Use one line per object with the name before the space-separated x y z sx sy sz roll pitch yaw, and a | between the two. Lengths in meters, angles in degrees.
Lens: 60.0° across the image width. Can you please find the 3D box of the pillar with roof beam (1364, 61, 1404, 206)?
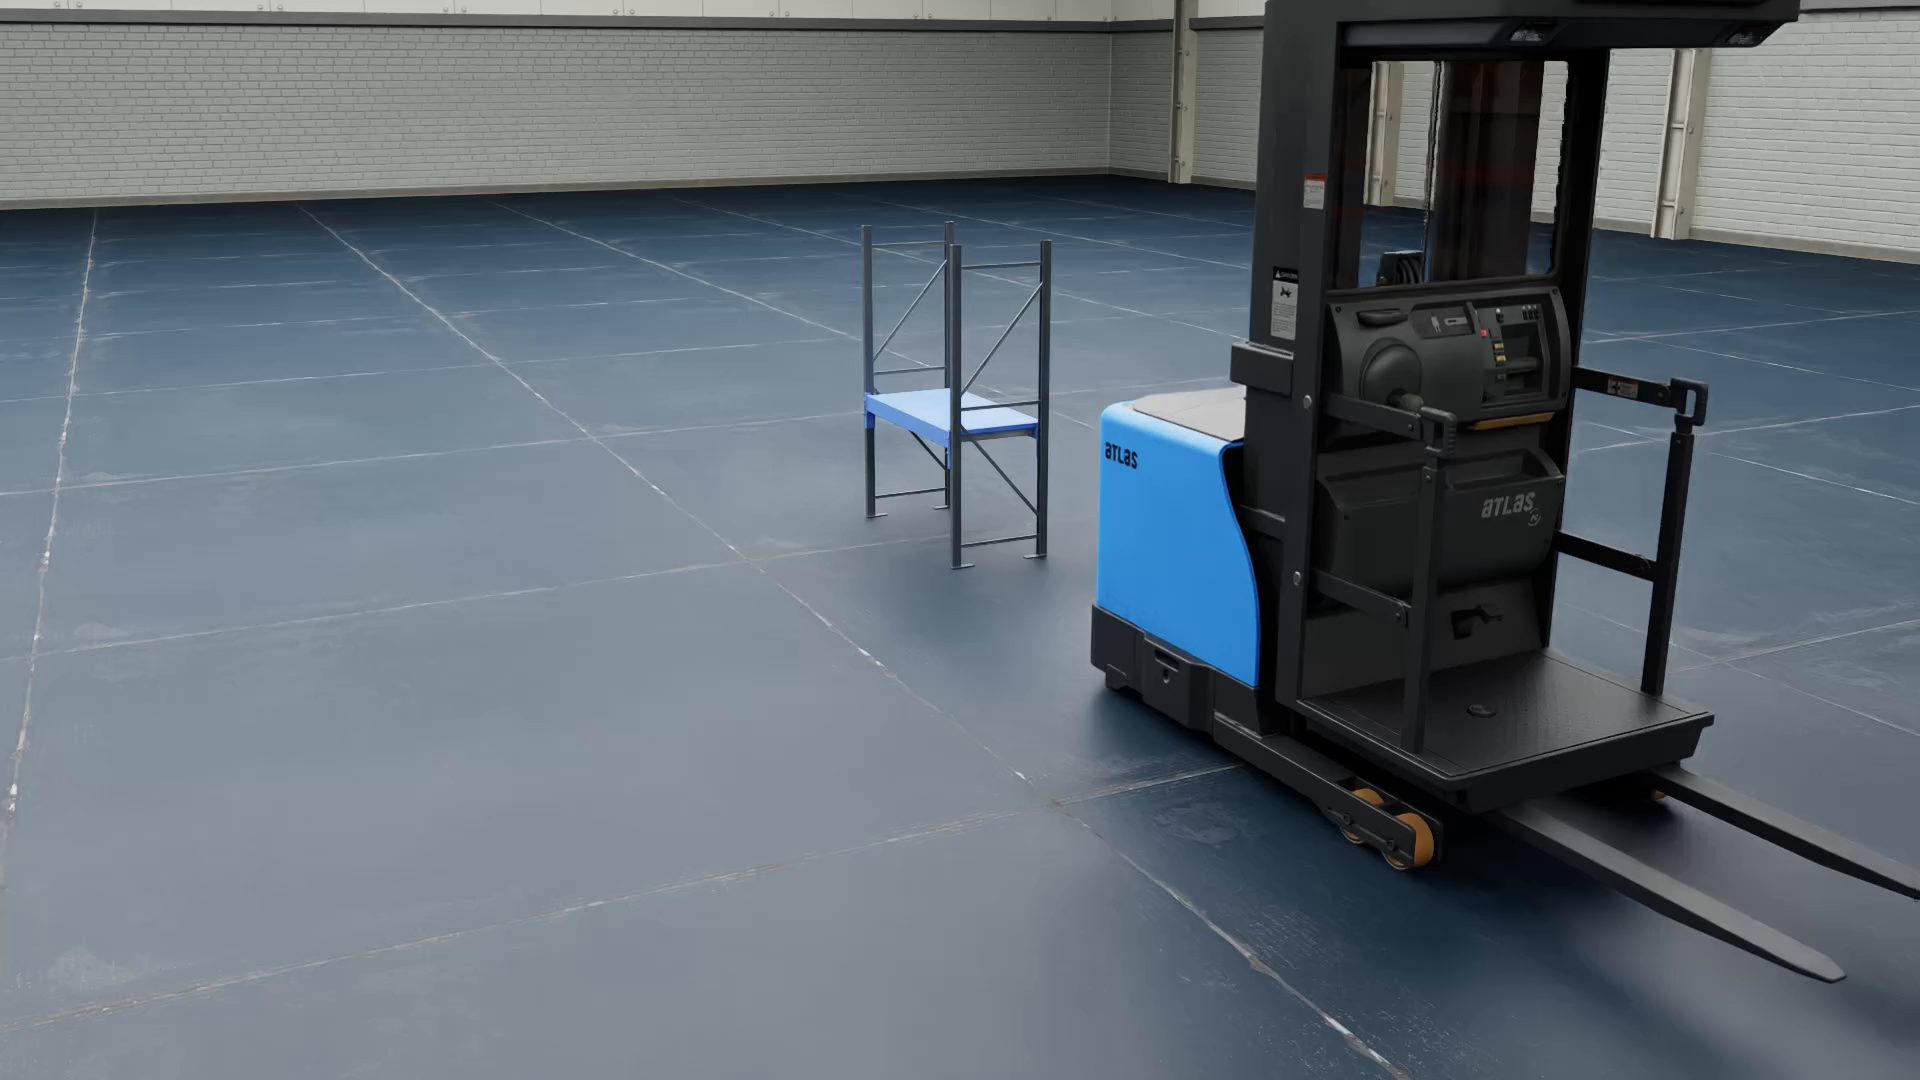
pillar with roof beam | 3.106 -9.380 24.623 9.100 9.000 0.400 -8 18 -25

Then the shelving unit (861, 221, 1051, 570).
shelving unit | -0.037 -0.742 8.117 0.538 1.500 1.048 -8 18 -25

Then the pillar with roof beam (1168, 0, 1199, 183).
pillar with roof beam | 0.478 -10.868 29.808 9.100 9.000 0.400 -8 18 -25

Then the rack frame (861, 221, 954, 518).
rack frame | -0.260 -0.868 8.557 0.500 1.500 0.032 -8 18 -25

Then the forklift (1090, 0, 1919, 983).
forklift | 1.625 -0.581 4.961 1.130 2.935 3.031 -8 18 -26

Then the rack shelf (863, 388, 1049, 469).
rack shelf | -0.037 -0.569 8.167 0.538 0.185 1.000 -8 18 -25

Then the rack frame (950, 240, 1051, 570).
rack frame | 0.185 -0.616 7.678 0.500 1.500 0.032 -8 18 -25

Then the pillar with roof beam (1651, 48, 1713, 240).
pillar with roof beam | 5.735 -7.892 19.439 9.100 9.000 0.400 -8 18 -25
